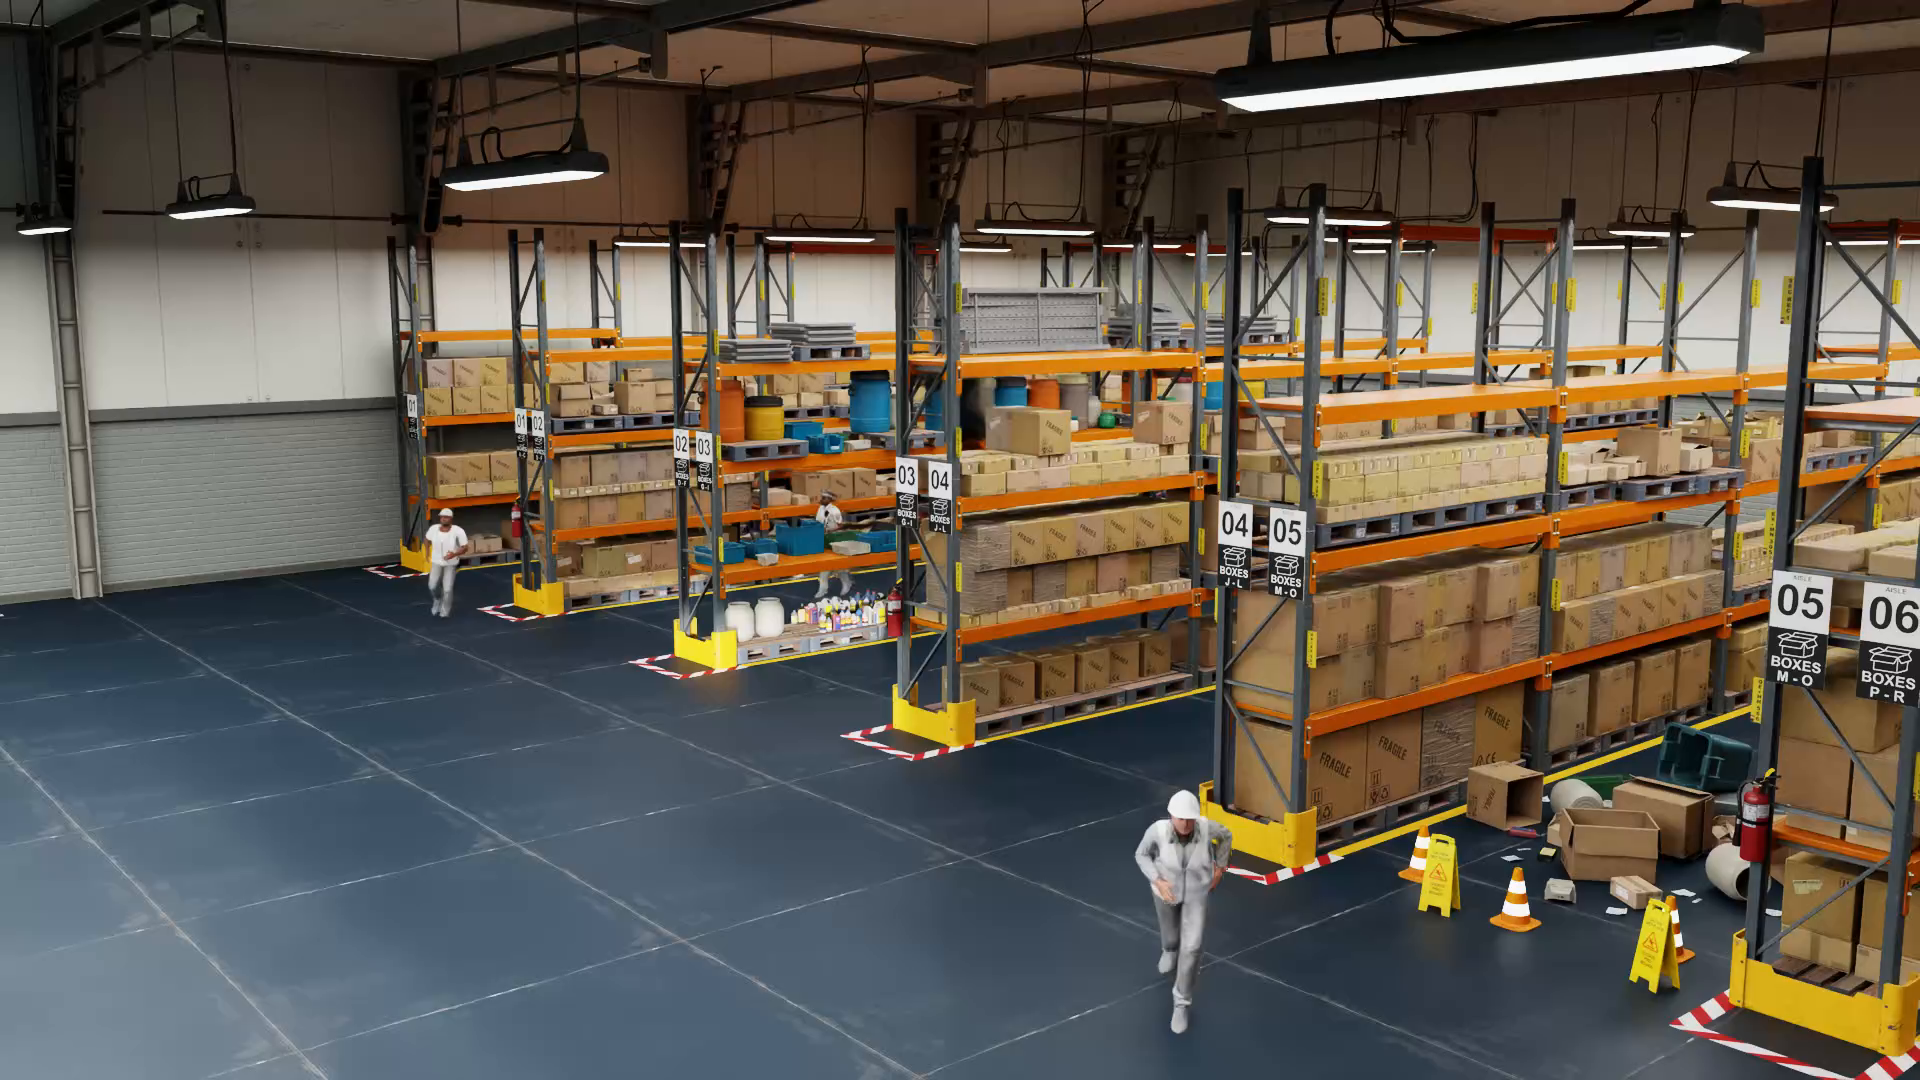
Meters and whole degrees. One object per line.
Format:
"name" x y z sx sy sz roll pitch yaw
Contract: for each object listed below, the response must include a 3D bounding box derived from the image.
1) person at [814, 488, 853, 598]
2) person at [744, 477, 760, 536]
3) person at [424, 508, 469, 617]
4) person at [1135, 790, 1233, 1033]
"person" -2.048 0.036 26.200 0.587 1.732 0.763 8 12 44
"person" -3.736 -0.391 31.073 0.561 1.601 0.595 -8 12 -43
"person" -7.970 0.359 25.782 0.712 1.721 0.577 -1 9 -4
"person" 1.587 2.535 11.927 0.697 1.732 1.045 0 9 1
